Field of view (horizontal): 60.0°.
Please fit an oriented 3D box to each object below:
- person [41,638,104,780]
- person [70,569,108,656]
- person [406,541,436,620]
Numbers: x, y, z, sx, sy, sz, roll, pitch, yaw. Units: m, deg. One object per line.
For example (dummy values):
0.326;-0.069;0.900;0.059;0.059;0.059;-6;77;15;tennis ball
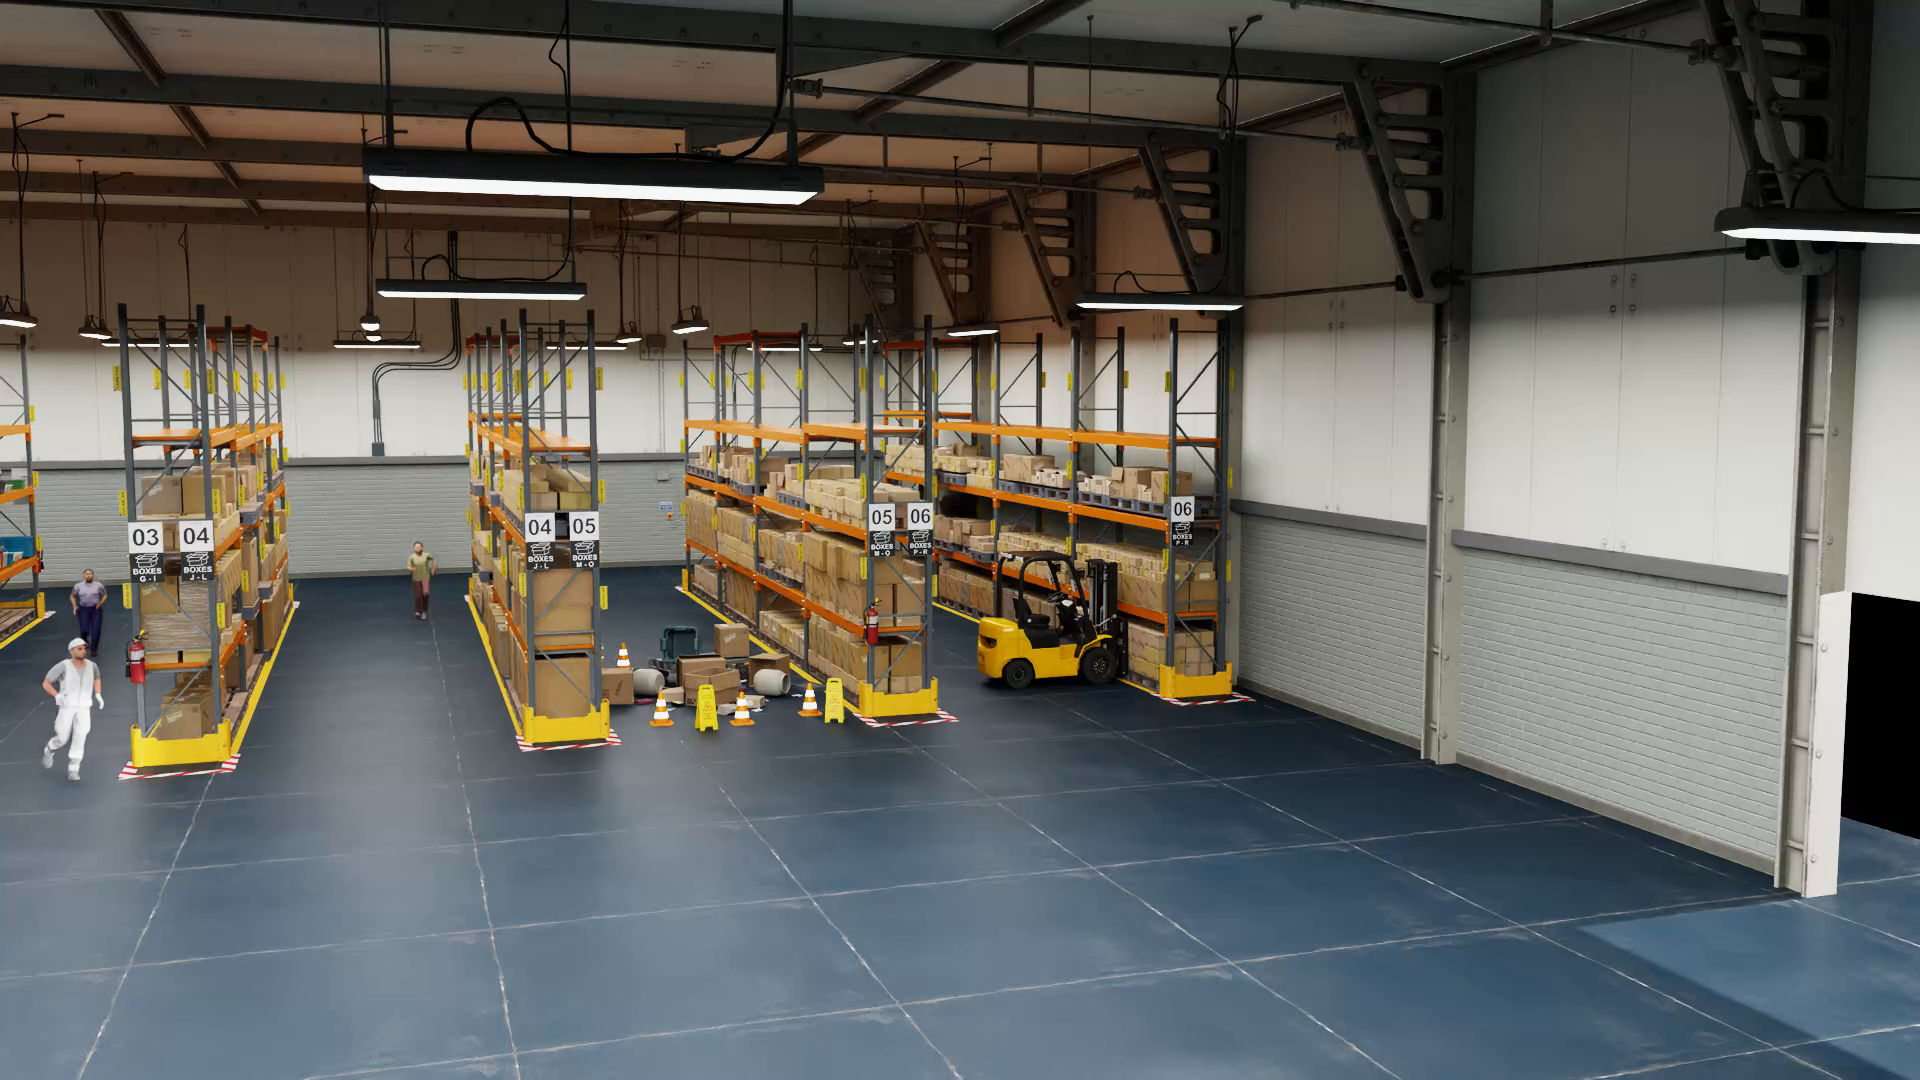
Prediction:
-11.245;2.125;21.157;0.916;1.740;0.707;5;7;42;person
-15.931;1.334;30.449;0.607;1.596;0.549;-3;6;-30;person
-11.343;0.848;35.020;0.581;1.655;0.826;-2;6;-16;person
